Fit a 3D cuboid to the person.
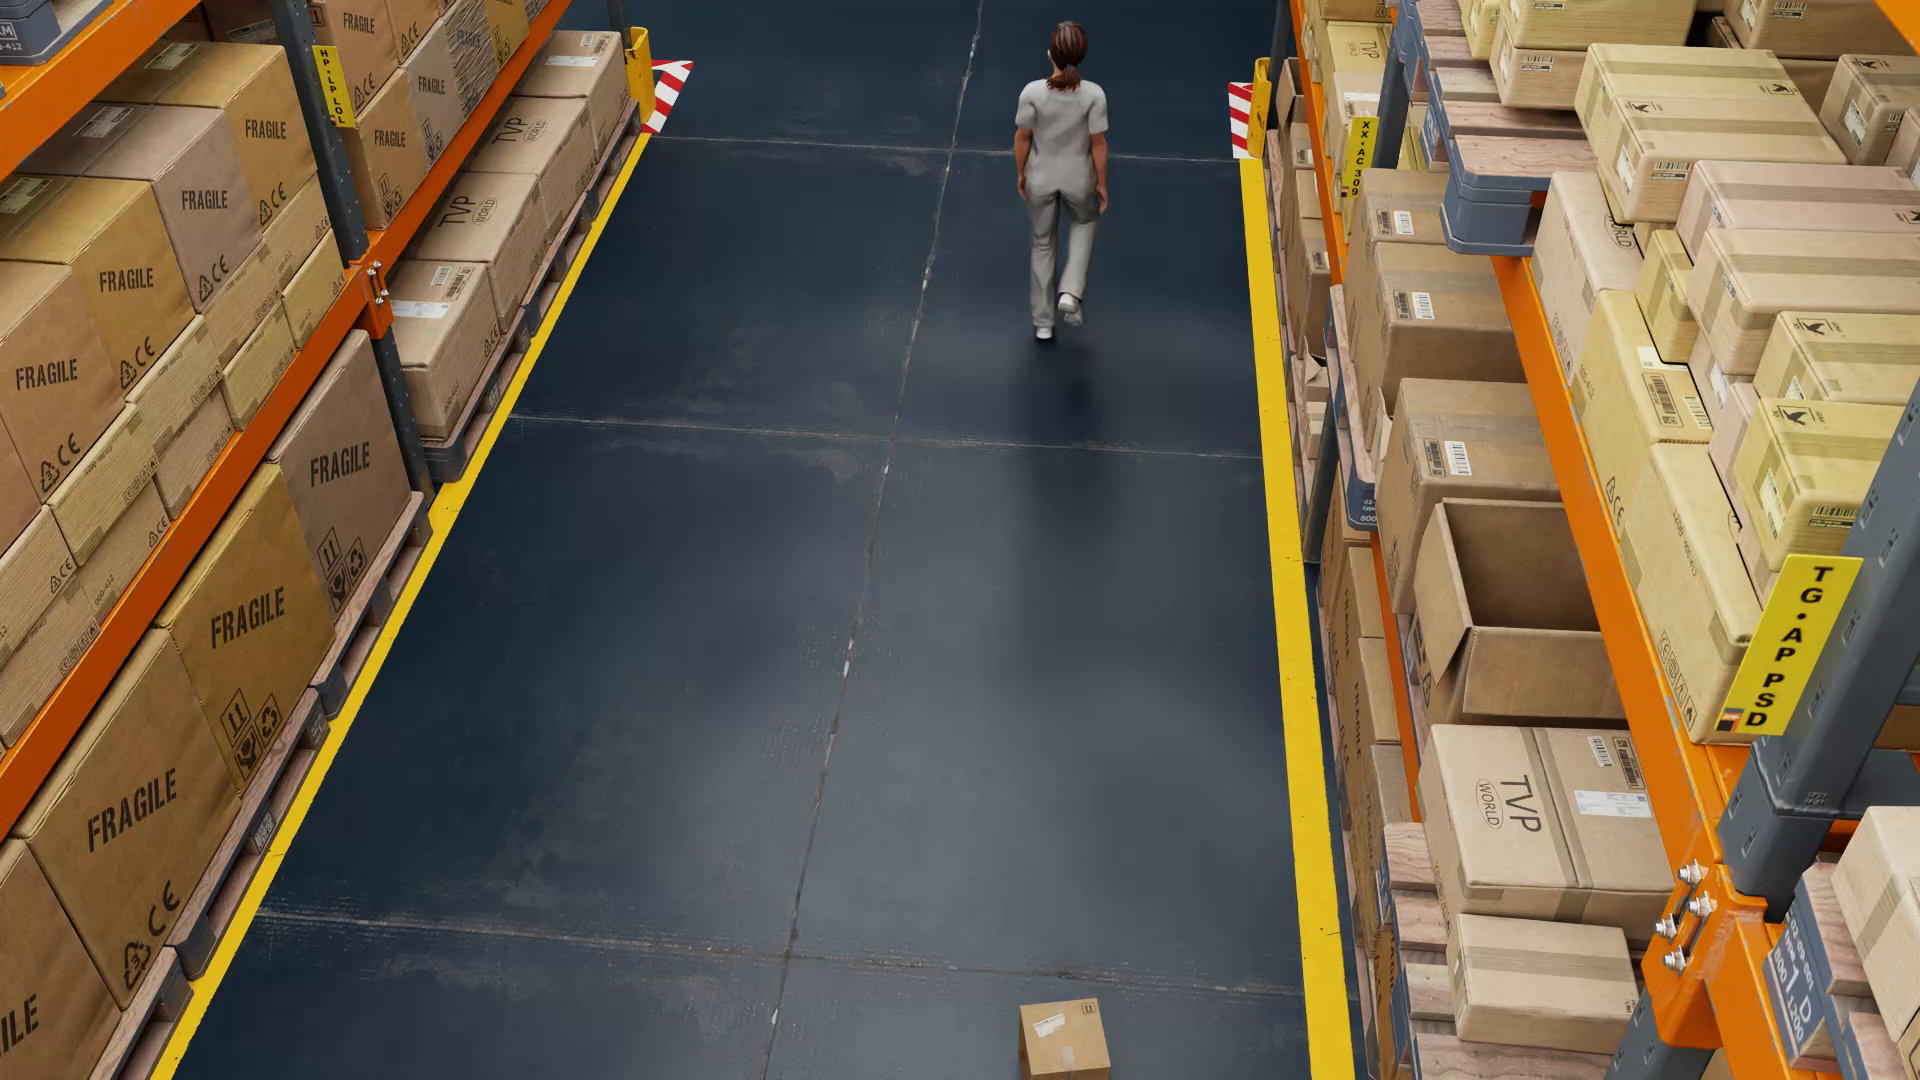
[{"bbox_3d":[0.501,-1.783,8.234,0.468,1.667,0.463,2,40,3],"label":"person"}]
